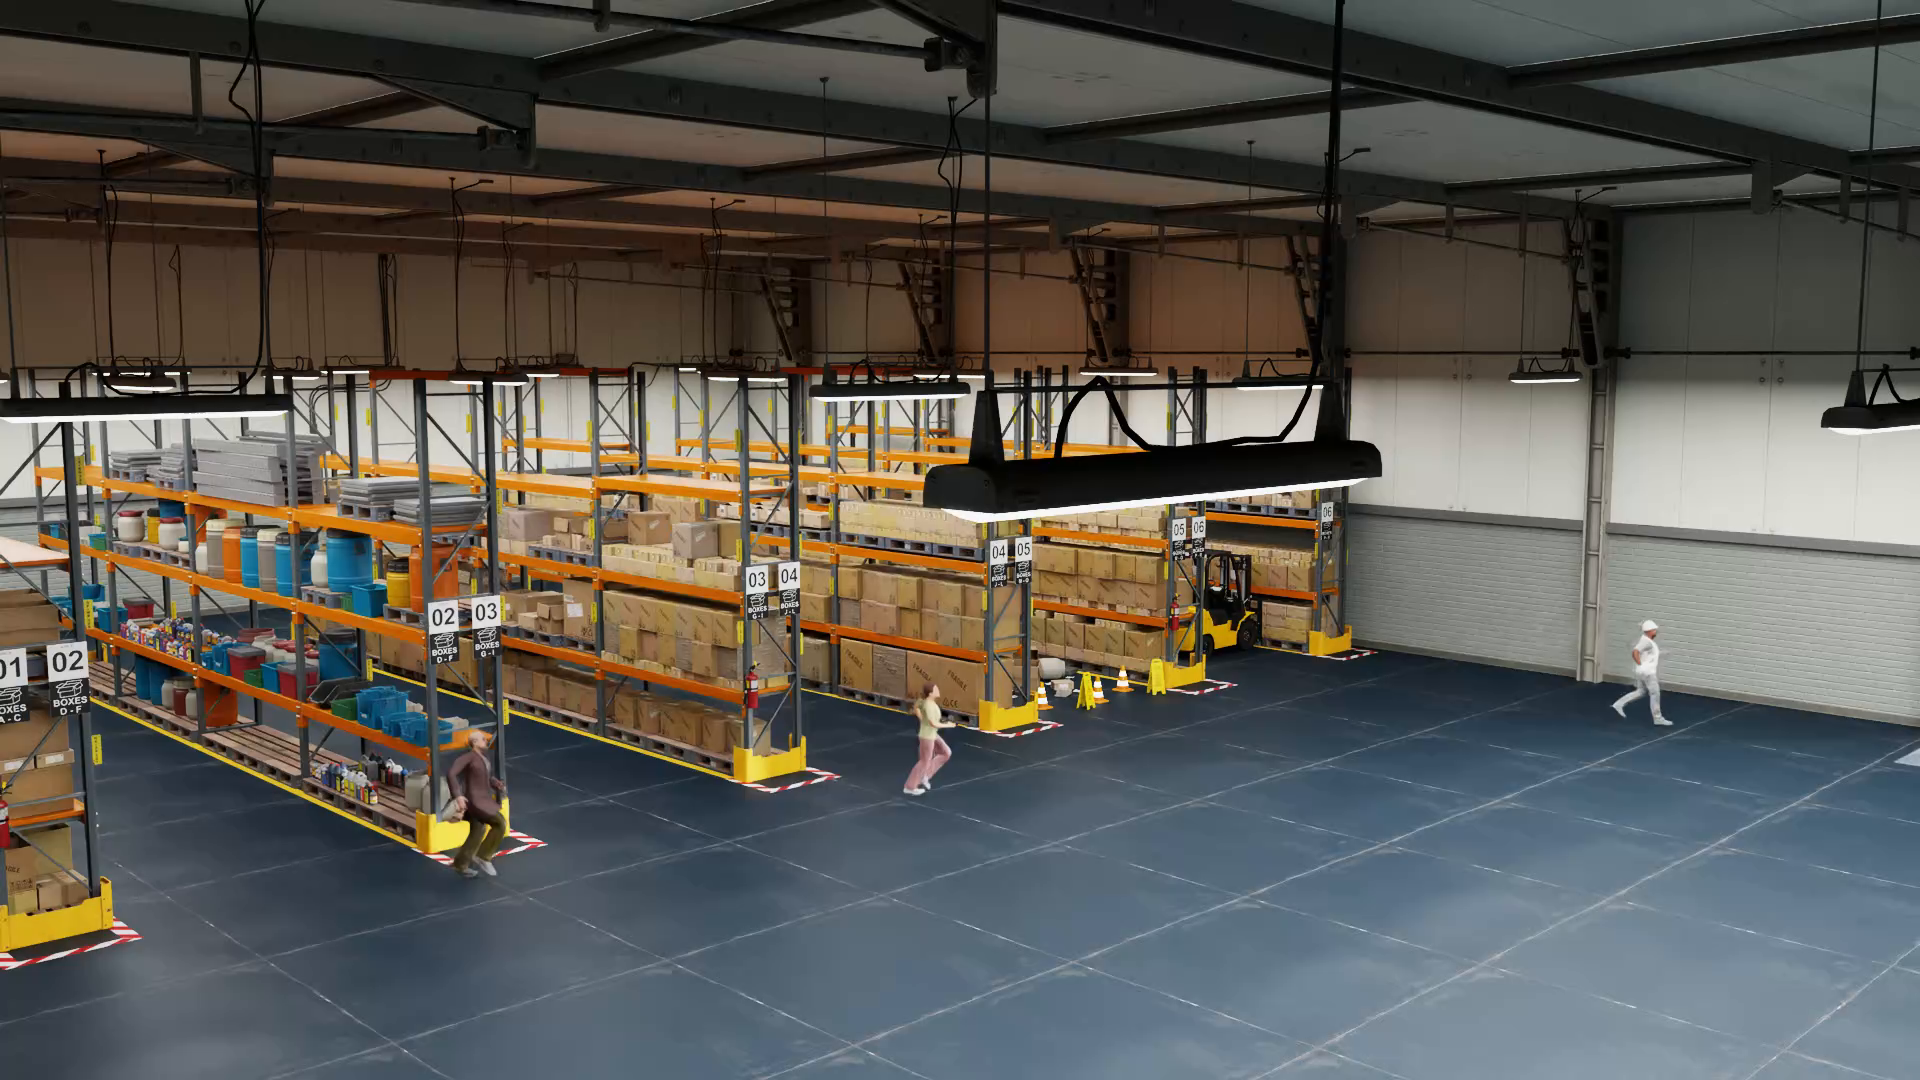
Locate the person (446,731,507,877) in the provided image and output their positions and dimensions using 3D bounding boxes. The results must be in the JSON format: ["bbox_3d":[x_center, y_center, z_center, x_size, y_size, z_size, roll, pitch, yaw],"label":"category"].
[{"bbox_3d":[-5.826,3.230,20.191,0.705,1.628,0.690,0,6,-1],"label":"person"}]

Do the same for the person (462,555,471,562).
[{"bbox_3d":[-11.321,1.167,38.077,0.693,1.778,0.897,-2,7,-14],"label":"person"}]

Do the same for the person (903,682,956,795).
[{"bbox_3d":[-0.438,2.824,23.817,0.755,1.622,0.596,0,6,-1],"label":"person"}]

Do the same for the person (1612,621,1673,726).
[{"bbox_3d":[11.609,2.240,28.201,0.979,1.764,0.686,2,7,18],"label":"person"}]
